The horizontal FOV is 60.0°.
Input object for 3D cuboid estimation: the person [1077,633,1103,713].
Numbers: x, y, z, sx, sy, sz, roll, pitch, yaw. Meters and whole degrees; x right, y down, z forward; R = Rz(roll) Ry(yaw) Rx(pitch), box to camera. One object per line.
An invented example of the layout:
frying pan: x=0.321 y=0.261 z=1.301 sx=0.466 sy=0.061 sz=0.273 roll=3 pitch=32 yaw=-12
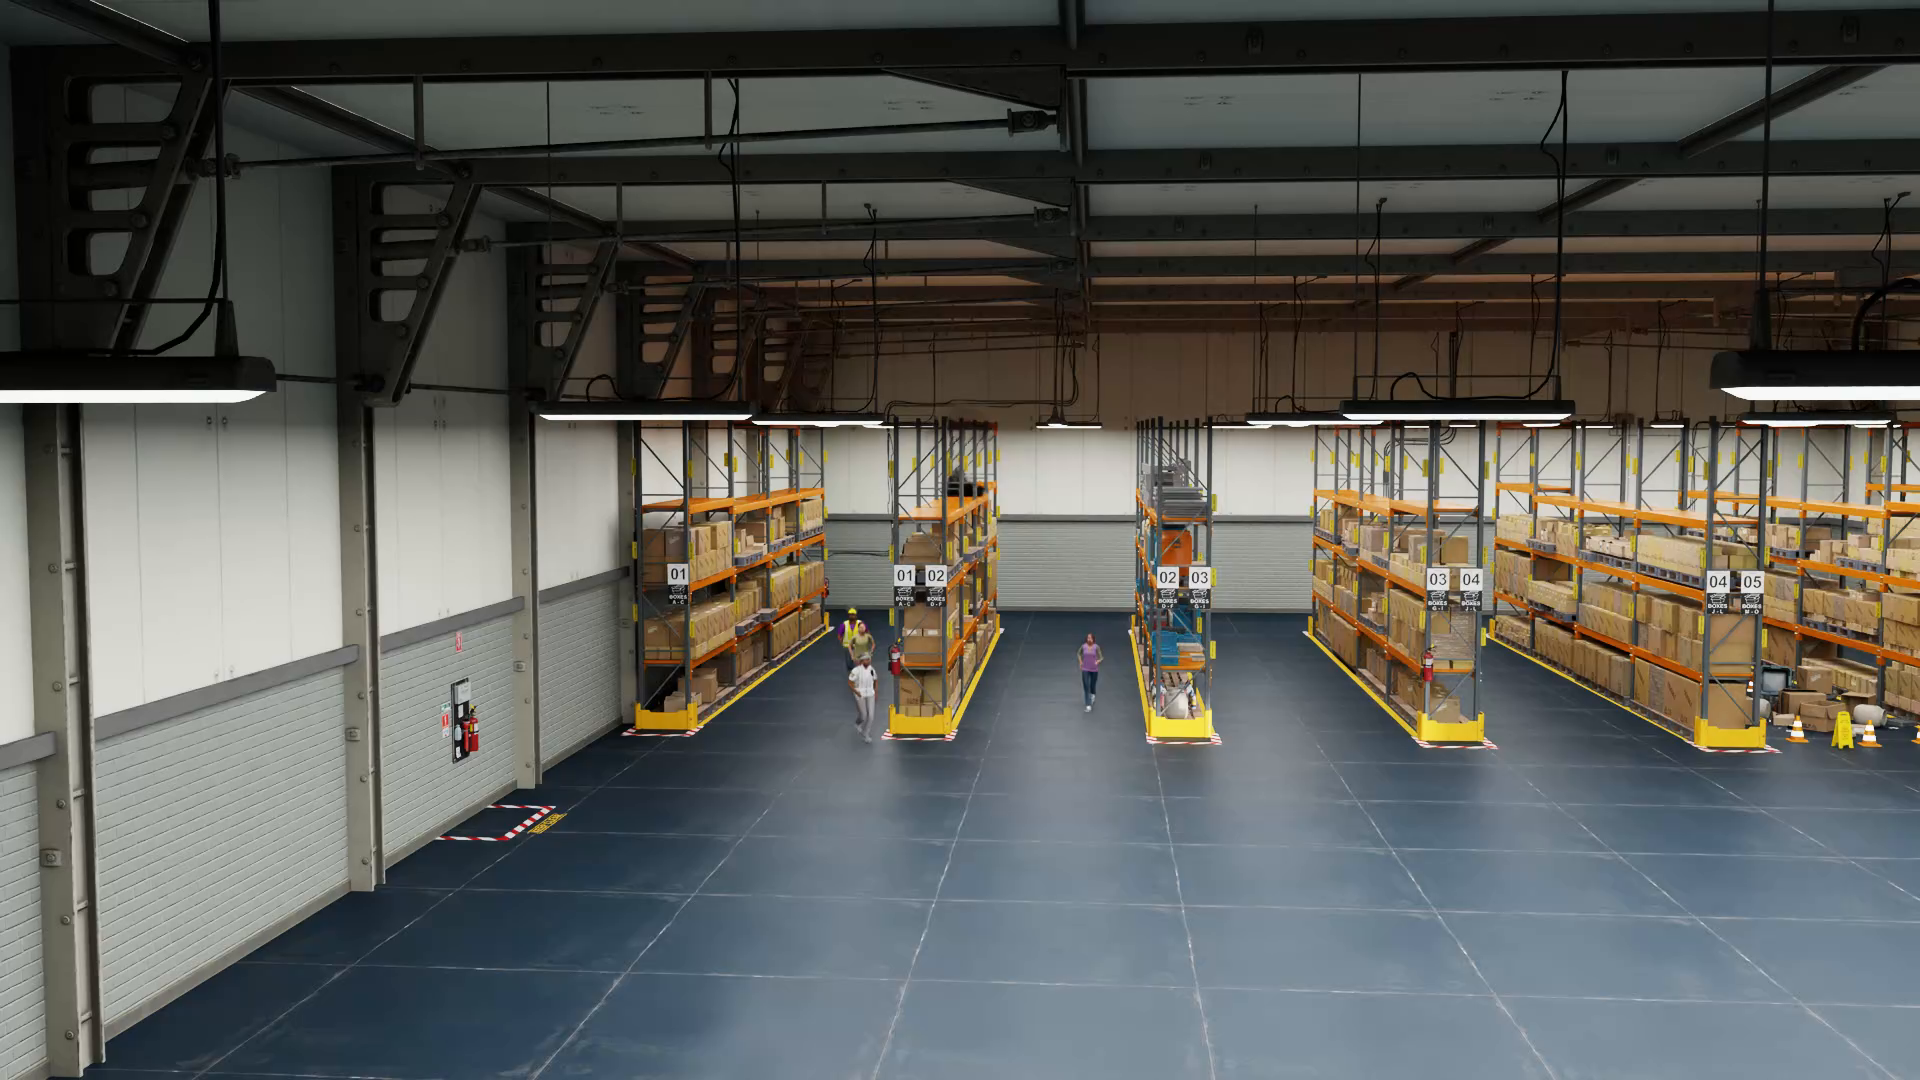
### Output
person: x=2.672 y=2.711 z=34.222 sx=0.541 sy=1.575 sz=0.839 roll=0 pitch=4 yaw=7

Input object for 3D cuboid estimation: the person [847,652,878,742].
person: x=-1.782 y=2.893 z=30.830 sx=0.610 sy=1.669 sz=0.523 roll=-2 pitch=4 yaw=-24

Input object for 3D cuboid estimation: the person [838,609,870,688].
person: x=-2.403 y=2.419 z=37.524 sx=0.712 sy=1.745 sz=0.870 roll=0 pitch=4 yaw=0

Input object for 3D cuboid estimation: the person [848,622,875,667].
person: x=-2.119 y=2.581 z=35.907 sx=0.589 sy=1.640 sz=0.624 roll=-1 pitch=4 yaw=-8
